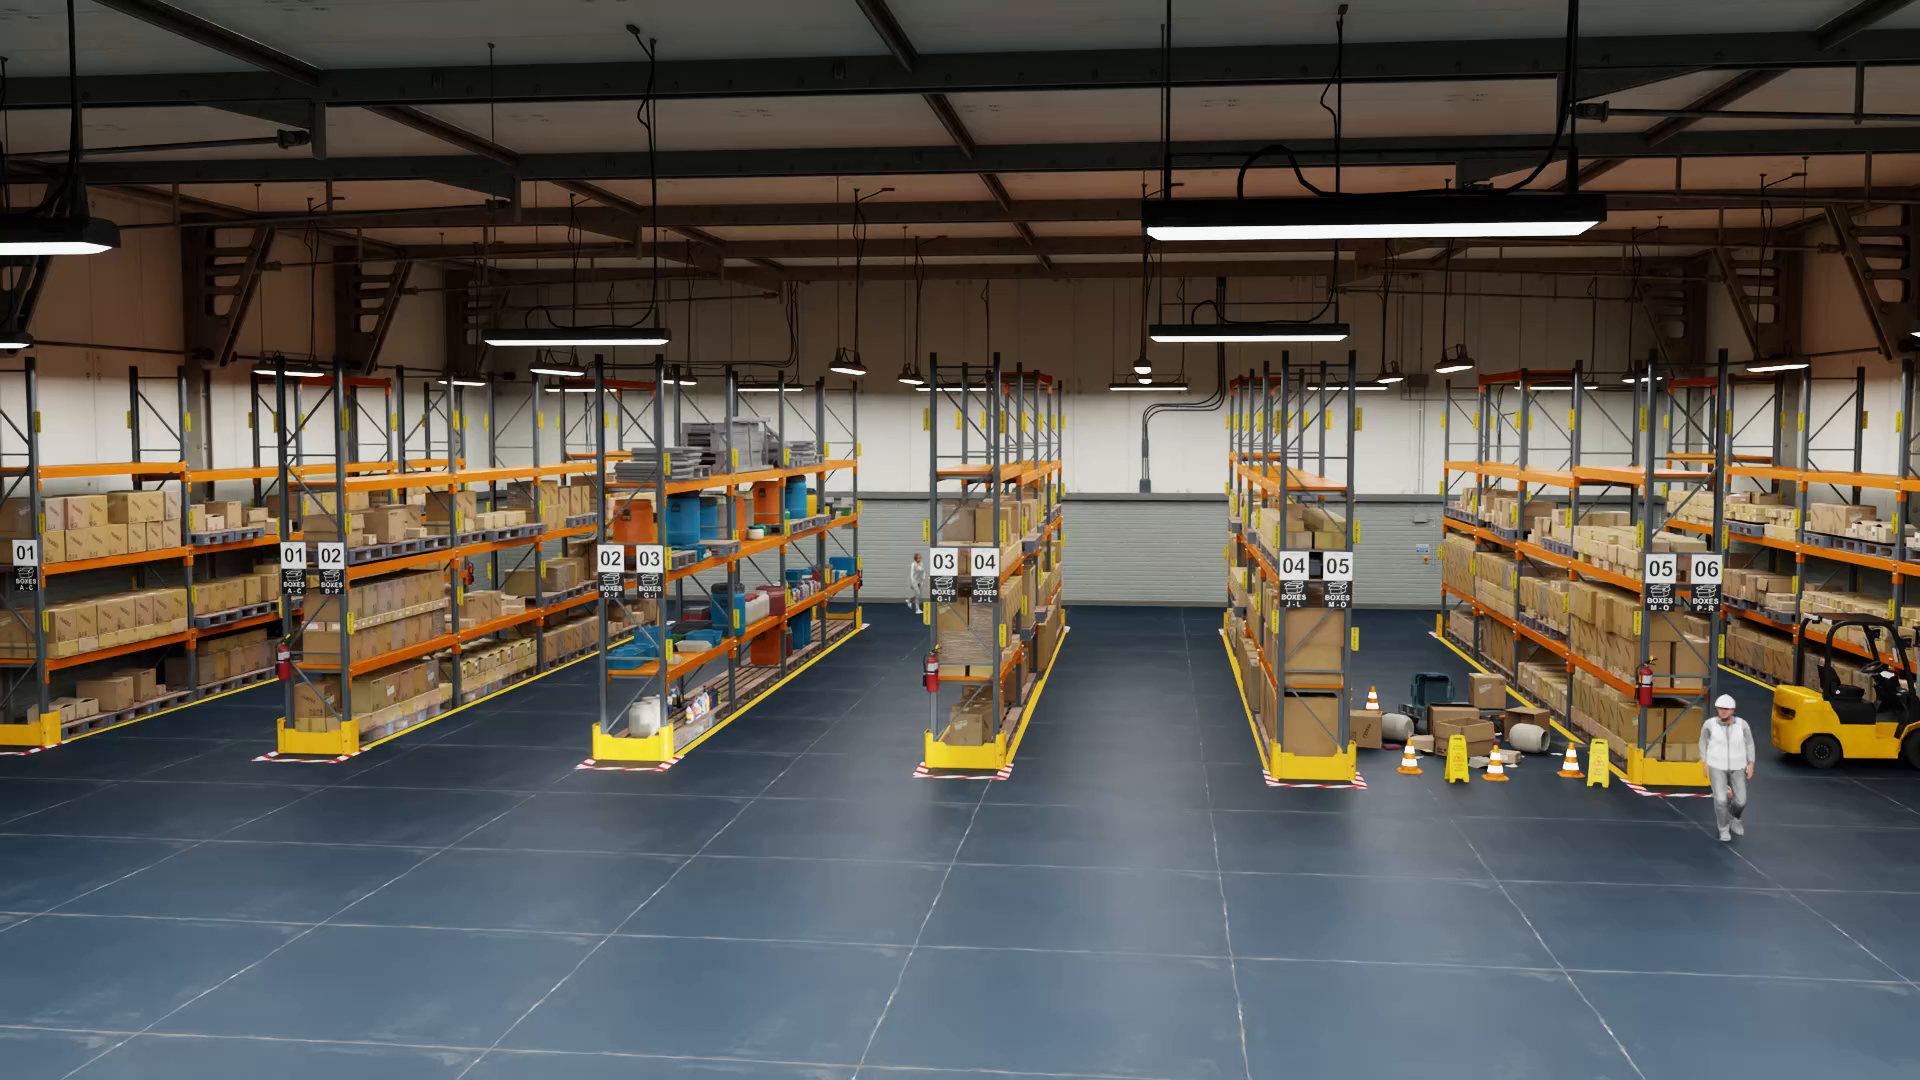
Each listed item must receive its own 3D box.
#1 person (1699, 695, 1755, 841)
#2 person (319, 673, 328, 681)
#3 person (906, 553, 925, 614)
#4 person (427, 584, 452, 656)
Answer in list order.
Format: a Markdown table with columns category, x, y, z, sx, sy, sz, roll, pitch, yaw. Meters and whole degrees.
| category | x | y | z | sx | sy | sz | roll | pitch | yaw |
| --- | --- | --- | --- | --- | --- | --- | --- | --- | --- |
| person | 9.220 | 2.715 | 20.010 | 0.611 | 1.757 | 0.565 | 1 | 4 | 16 |
| person | -11.240 | 2.126 | 29.349 | 0.514 | 1.597 | 0.479 | 2 | 4 | 21 |
| person | -1.166 | 1.120 | 43.628 | 0.717 | 1.570 | 0.415 | 4 | 6 | 43 |
| person | -10.445 | 1.766 | 33.420 | 0.632 | 1.752 | 0.703 | 1 | 4 | 10 |
